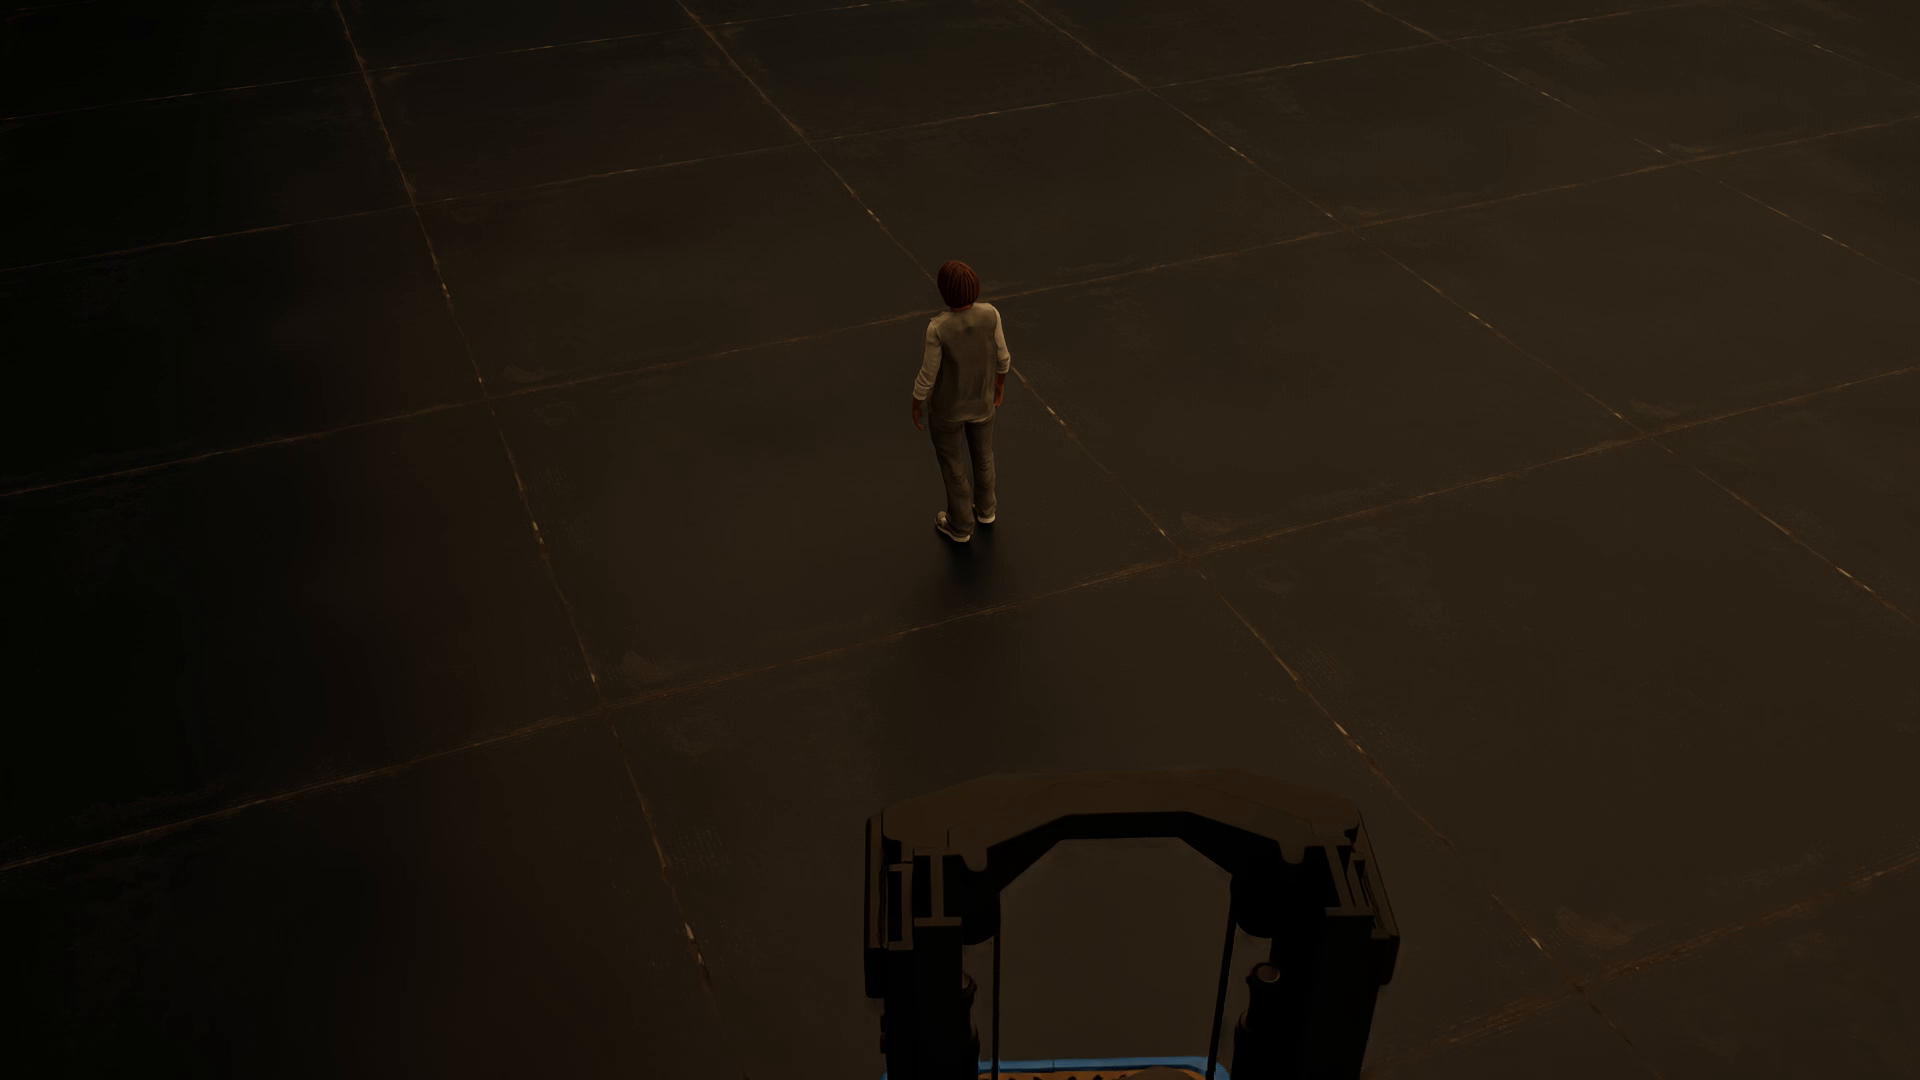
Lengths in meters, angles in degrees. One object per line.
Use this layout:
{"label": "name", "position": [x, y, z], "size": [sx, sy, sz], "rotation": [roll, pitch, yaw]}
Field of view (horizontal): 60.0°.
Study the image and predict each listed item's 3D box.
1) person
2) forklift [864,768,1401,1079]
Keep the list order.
{"label": "person", "position": [-0.016, -0.699, 8.220], "size": [0.520, 1.597, 0.475], "rotation": [-14, 38, -19]}
{"label": "forklift", "position": [0.311, 2.007, 3.277], "size": [1.130, 2.935, 3.031], "rotation": [-1, 35, -2]}
